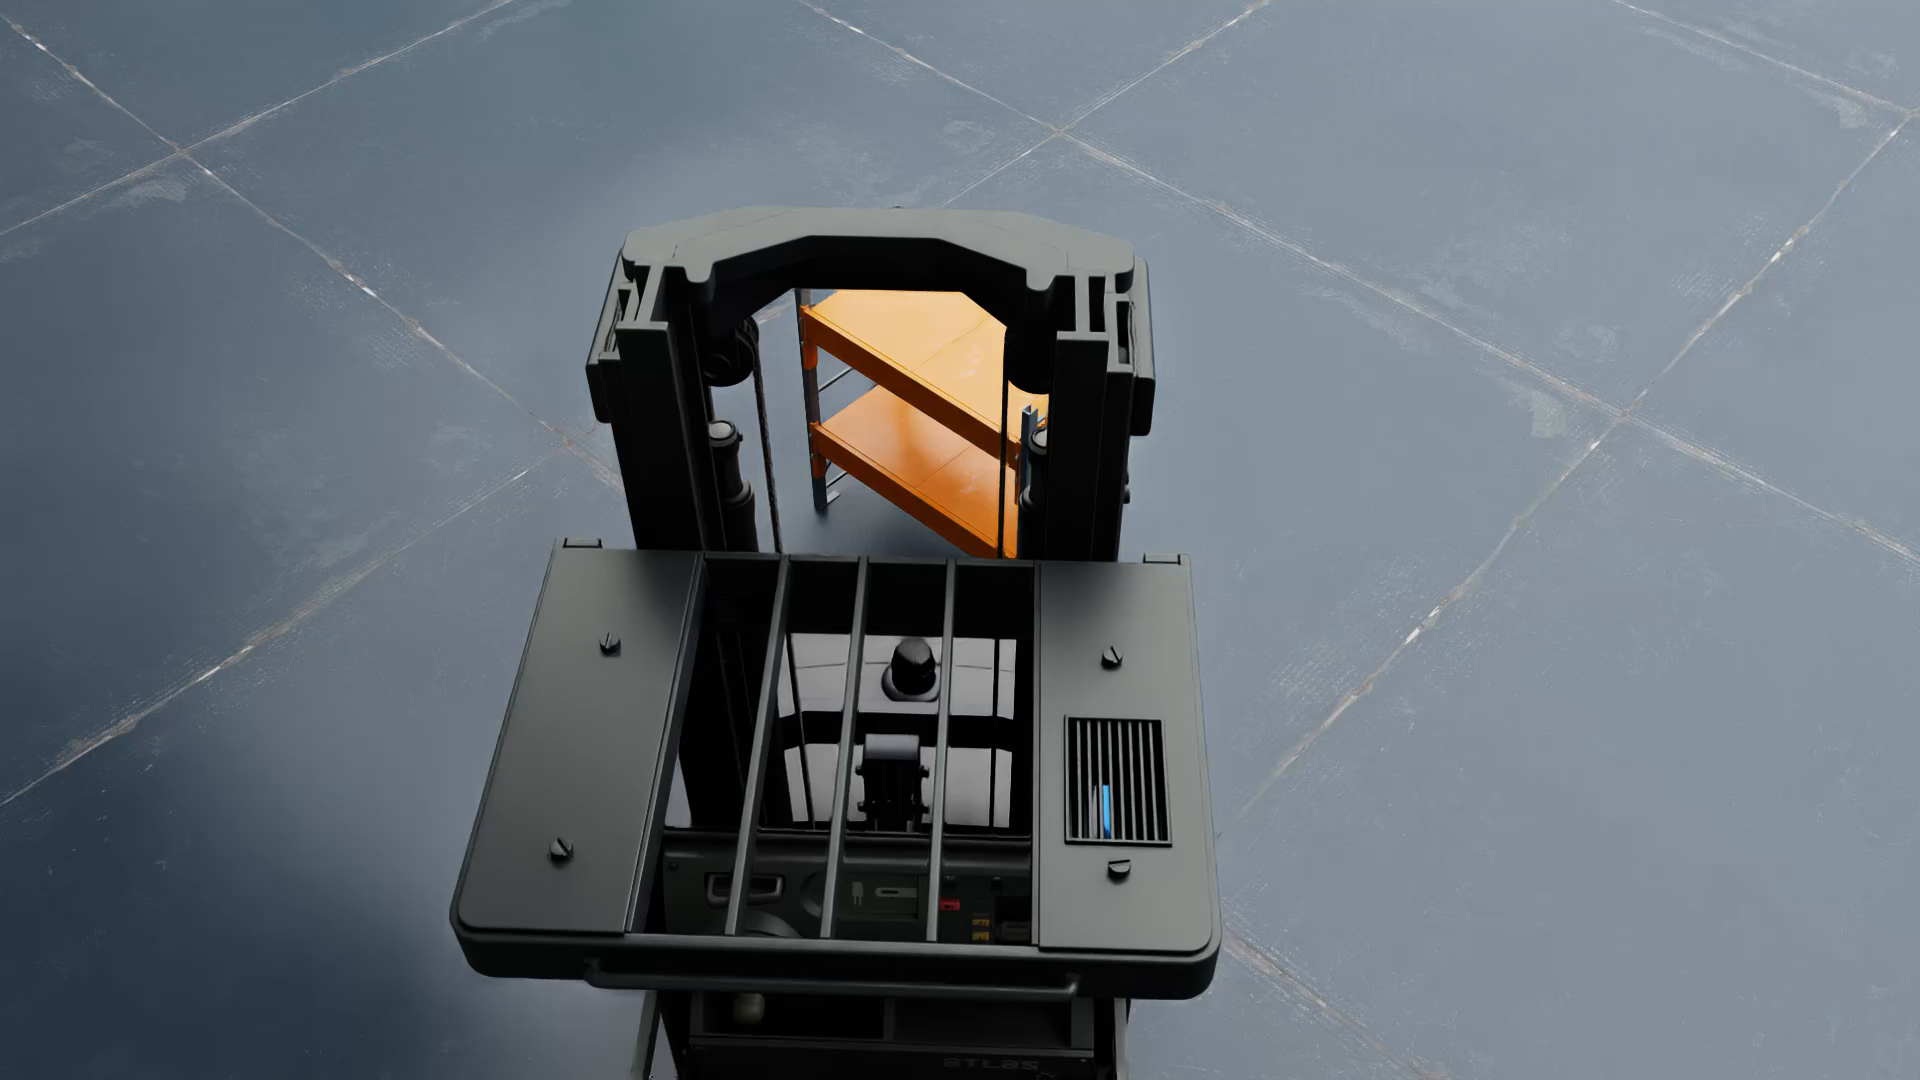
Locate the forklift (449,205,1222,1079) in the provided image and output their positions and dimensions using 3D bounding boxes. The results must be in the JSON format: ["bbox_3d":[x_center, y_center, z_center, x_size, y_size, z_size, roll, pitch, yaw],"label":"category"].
[{"bbox_3d":[-0.162,0.935,3.361,1.130,2.935,3.031,2,47,1],"label":"forklift"}]

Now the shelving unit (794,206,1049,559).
[{"bbox_3d":[-0.005,-0.388,5.843,1.048,1.125,0.538,34,55,28],"label":"shelving unit"}]

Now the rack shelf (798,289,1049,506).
[{"bbox_3d":[-0.005,-0.589,5.630,1.000,0.278,0.538,34,55,28],"label":"rack shelf"}]

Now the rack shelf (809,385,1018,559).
[{"bbox_3d":[-0.005,-0.221,6.021,1.000,0.278,0.538,34,55,28],"label":"rack shelf"}]

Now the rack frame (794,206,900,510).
[{"bbox_3d":[-0.379,-0.640,6.079,0.032,1.125,0.500,34,55,28],"label":"rack frame"}]

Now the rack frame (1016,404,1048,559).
[{"bbox_3d":[0.369,-0.137,5.607,0.032,1.125,0.500,34,55,28],"label":"rack frame"}]
